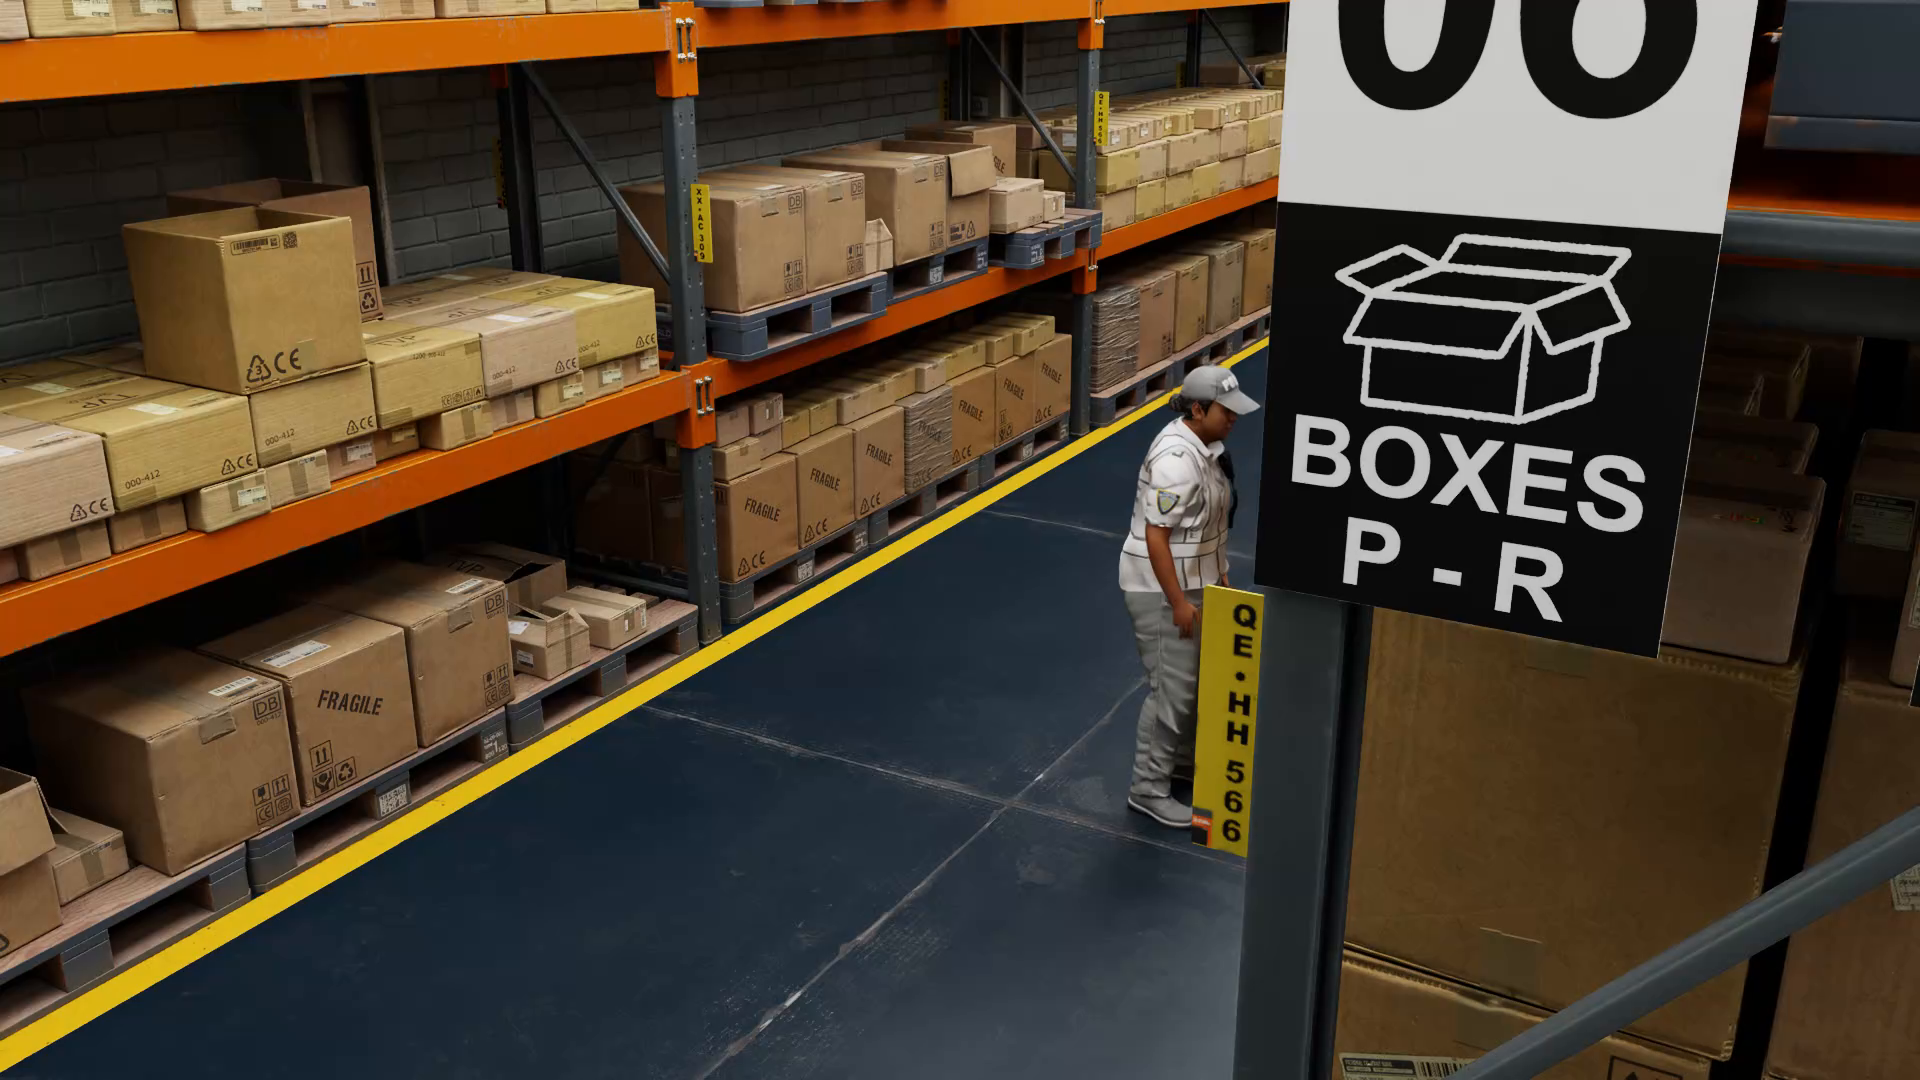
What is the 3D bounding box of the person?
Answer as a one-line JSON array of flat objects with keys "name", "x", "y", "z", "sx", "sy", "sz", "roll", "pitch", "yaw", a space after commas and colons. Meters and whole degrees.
[{"name": "person", "x": 0.821, "y": 0.179, "z": 6.054, "sx": 0.451, "sy": 1.668, "sz": 0.532, "roll": 10, "pitch": 22, "yaw": 26}]
